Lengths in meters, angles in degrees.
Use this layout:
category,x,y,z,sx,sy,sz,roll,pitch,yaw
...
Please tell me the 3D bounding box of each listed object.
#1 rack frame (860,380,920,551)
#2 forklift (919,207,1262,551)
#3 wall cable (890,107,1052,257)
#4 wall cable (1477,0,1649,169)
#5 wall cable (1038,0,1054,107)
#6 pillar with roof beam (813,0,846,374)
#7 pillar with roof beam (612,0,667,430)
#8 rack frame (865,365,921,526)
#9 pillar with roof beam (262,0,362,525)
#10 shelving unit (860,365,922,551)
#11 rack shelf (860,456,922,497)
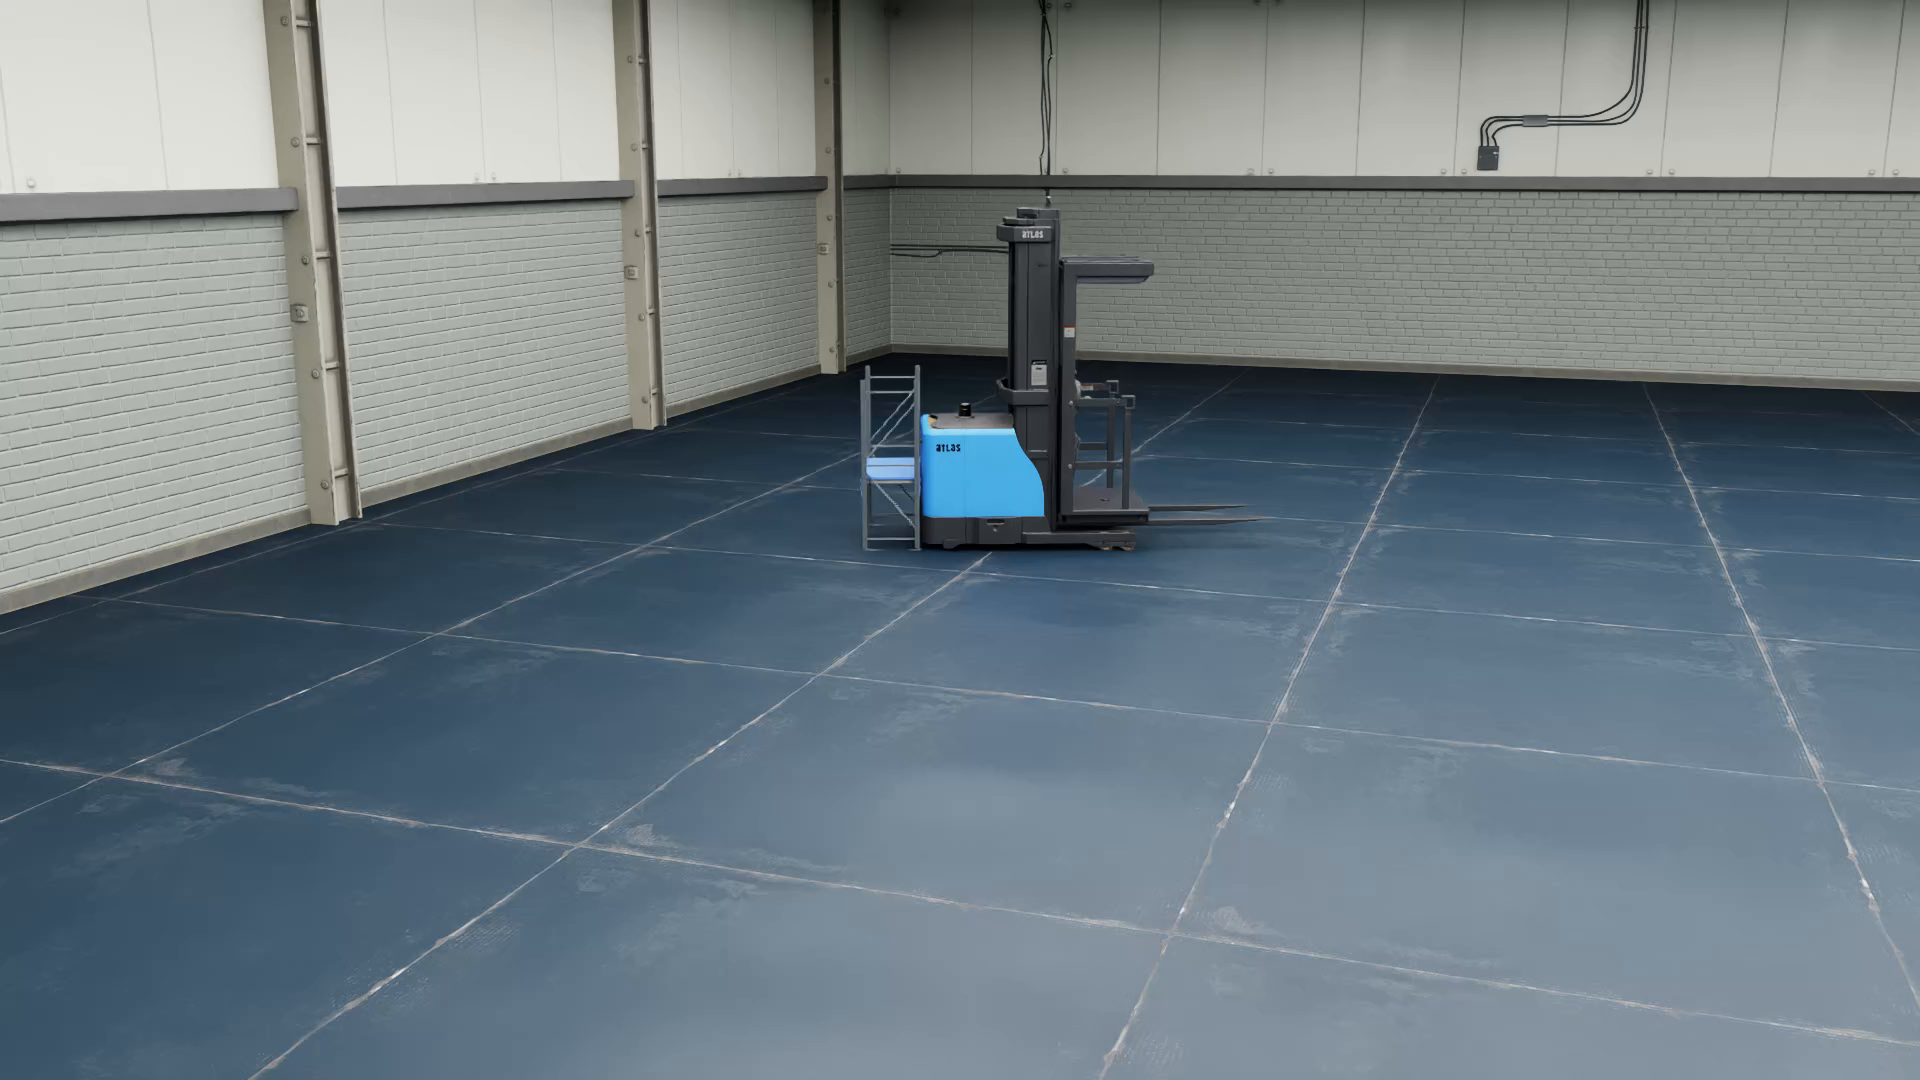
category,x,y,z,sx,sy,sz,roll,pitch,yaw
rack frame,-0.603,-0.640,14.422,0.500,1.500,0.032,0,13,-1
forklift,1.159,-1.454,14.771,3.031,2.935,1.130,-1,13,-3
wall cable,0.147,-6.116,28.538,3.097,2.526,0.112,4,14,18
wall cable,9.125,-8.601,24.805,2.305,6.003,0.169,4,14,18
wall cable,2.707,-8.383,27.123,3.097,2.526,0.112,4,14,18
pillar with roof beam,2.016,-6.795,24.534,9.100,9.000,0.400,4,14,18
pillar with roof beam,0.075,-5.531,18.999,9.100,9.000,0.400,4,14,18
rack frame,-0.618,-0.867,15.413,0.500,1.500,0.032,0,13,-1
pillar with roof beam,-1.866,-4.268,13.464,9.100,9.000,0.400,4,14,18
shelving unit,-0.611,-0.753,14.918,0.538,1.500,1.048,0,13,-1
rack shelf,-0.611,-0.578,14.958,0.538,0.185,1.000,0,13,-1
